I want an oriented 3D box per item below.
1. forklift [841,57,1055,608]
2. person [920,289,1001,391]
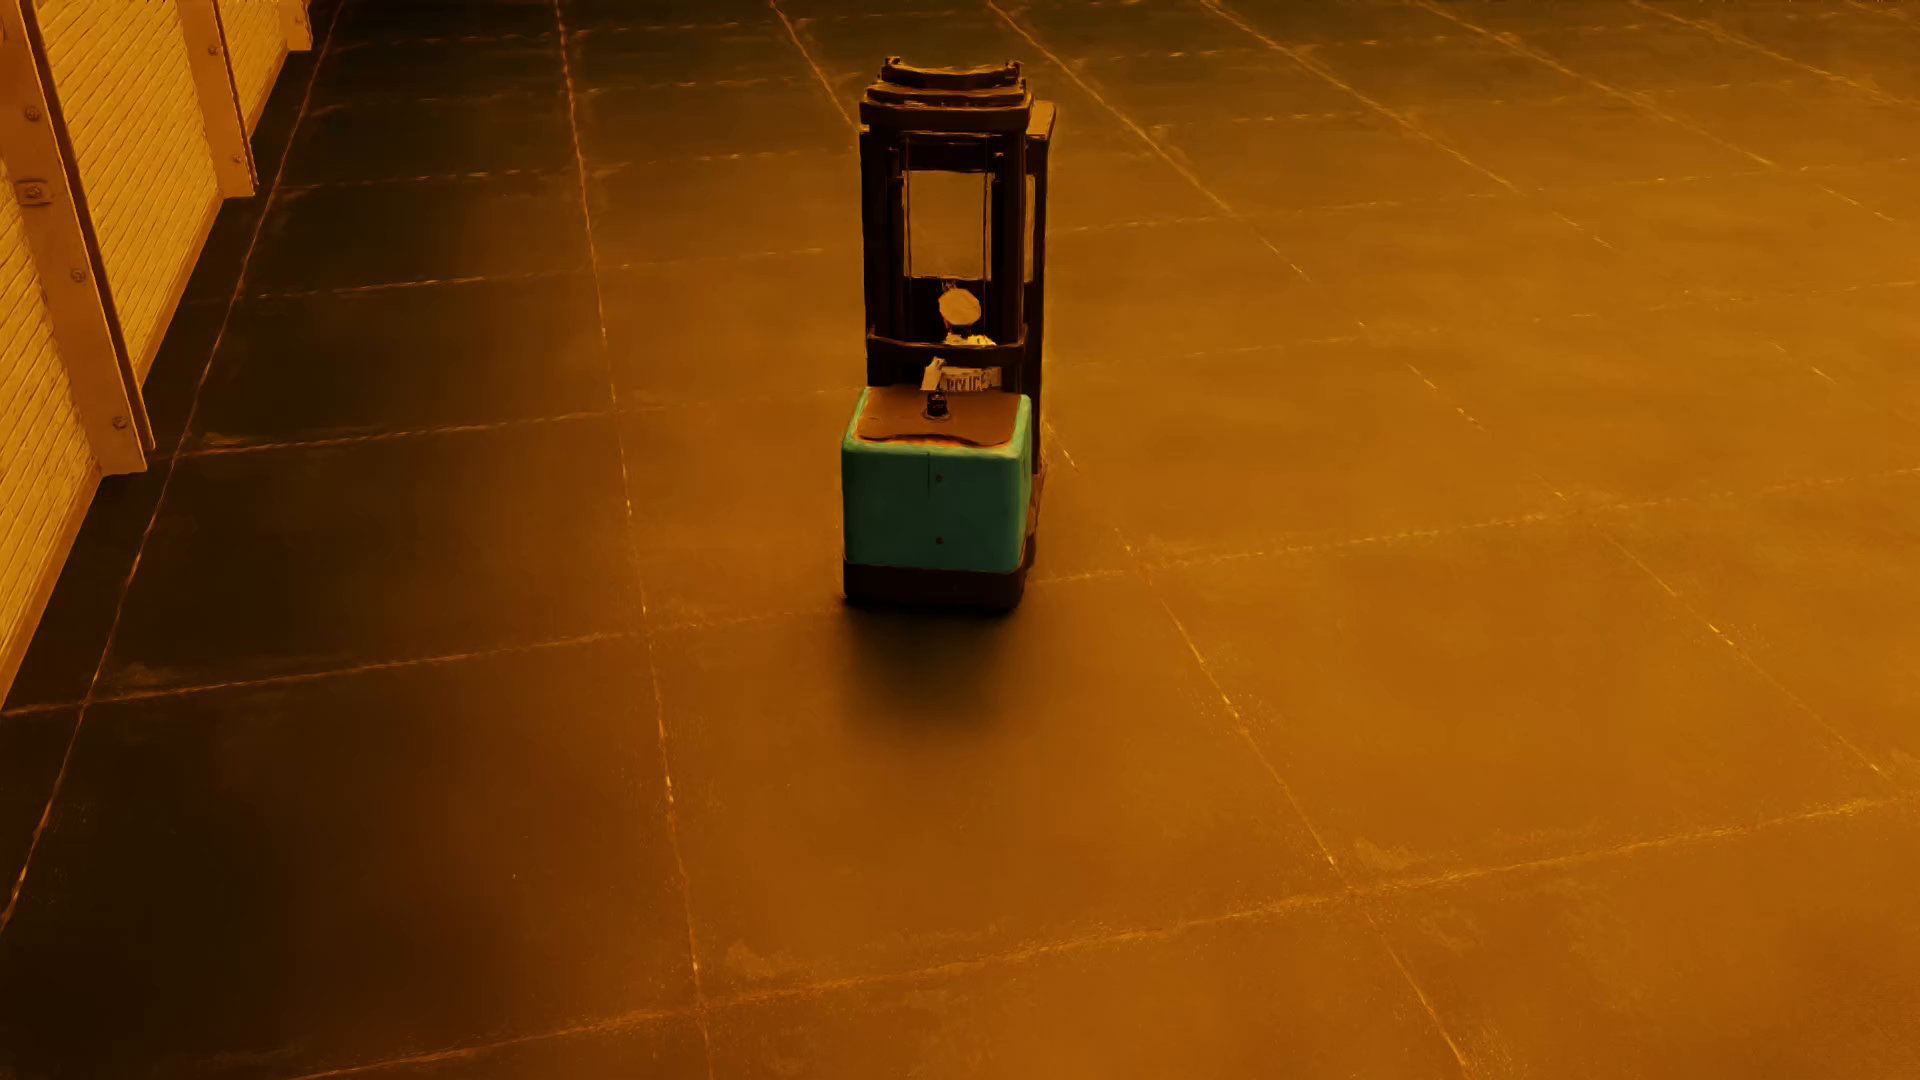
[{"bbox_3d":[-0.007,-1.589,10.319,1.130,2.935,3.031,3,30,6],"label":"forklift"},{"bbox_3d":[-0.007,-0.769,10.121,0.586,1.694,0.571,-7,31,-12],"label":"person"}]
